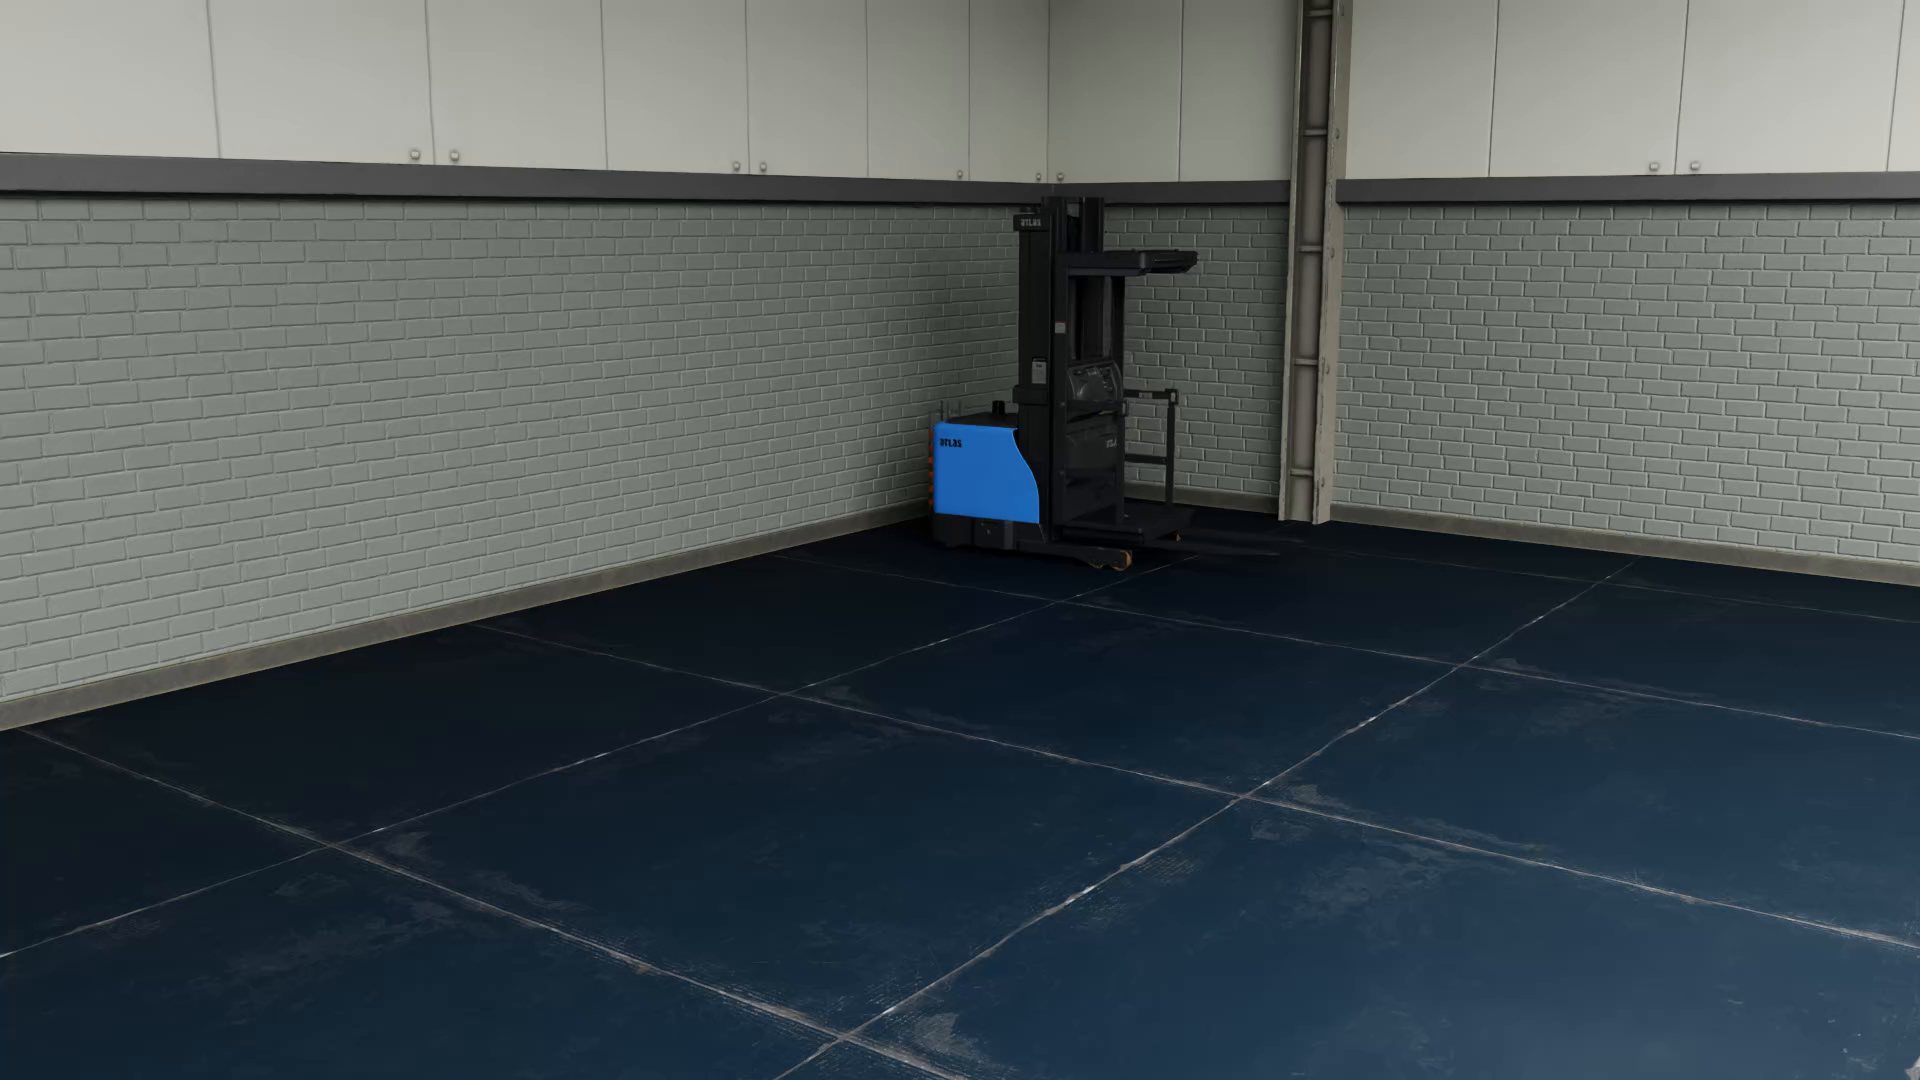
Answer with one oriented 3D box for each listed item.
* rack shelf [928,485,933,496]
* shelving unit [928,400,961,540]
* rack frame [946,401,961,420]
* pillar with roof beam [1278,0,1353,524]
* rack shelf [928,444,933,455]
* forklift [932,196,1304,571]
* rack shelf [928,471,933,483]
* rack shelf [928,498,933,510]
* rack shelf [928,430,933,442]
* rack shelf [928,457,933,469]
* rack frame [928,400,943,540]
[{"bbox_3d":[-0.135,-0.442,14.520,0.180,0.103,0.258,6,13,30],"label":"rack shelf"},{"bbox_3d":[-0.135,-0.603,14.488,0.189,1.200,0.258,6,13,30],"label":"shelving unit"},{"bbox_3d":[-0.056,-0.594,14.443,0.006,1.200,0.240,6,13,30],"label":"rack frame"},{"bbox_3d":[0.663,-3.948,11.243,0.400,9.000,9.100,8,13,36],"label":"pillar with roof beam"},{"bbox_3d":[-0.135,-0.795,14.451,0.180,0.103,0.258,6,13,30],"label":"rack shelf"},{"bbox_3d":[1.290,-1.308,13.576,3.031,2.935,1.130,6,13,30],"label":"forklift"},{"bbox_3d":[-0.135,-0.560,14.497,0.180,0.103,0.258,6,13,30],"label":"rack shelf"},{"bbox_3d":[-0.135,-0.324,14.542,0.180,0.103,0.258,6,13,30],"label":"rack shelf"},{"bbox_3d":[-0.135,-0.913,14.429,0.180,0.103,0.258,6,13,30],"label":"rack shelf"},{"bbox_3d":[-0.135,-0.677,14.474,0.180,0.103,0.258,6,13,30],"label":"rack shelf"},{"bbox_3d":[-0.214,-0.612,14.534,0.006,1.200,0.240,6,13,30],"label":"rack frame"}]
